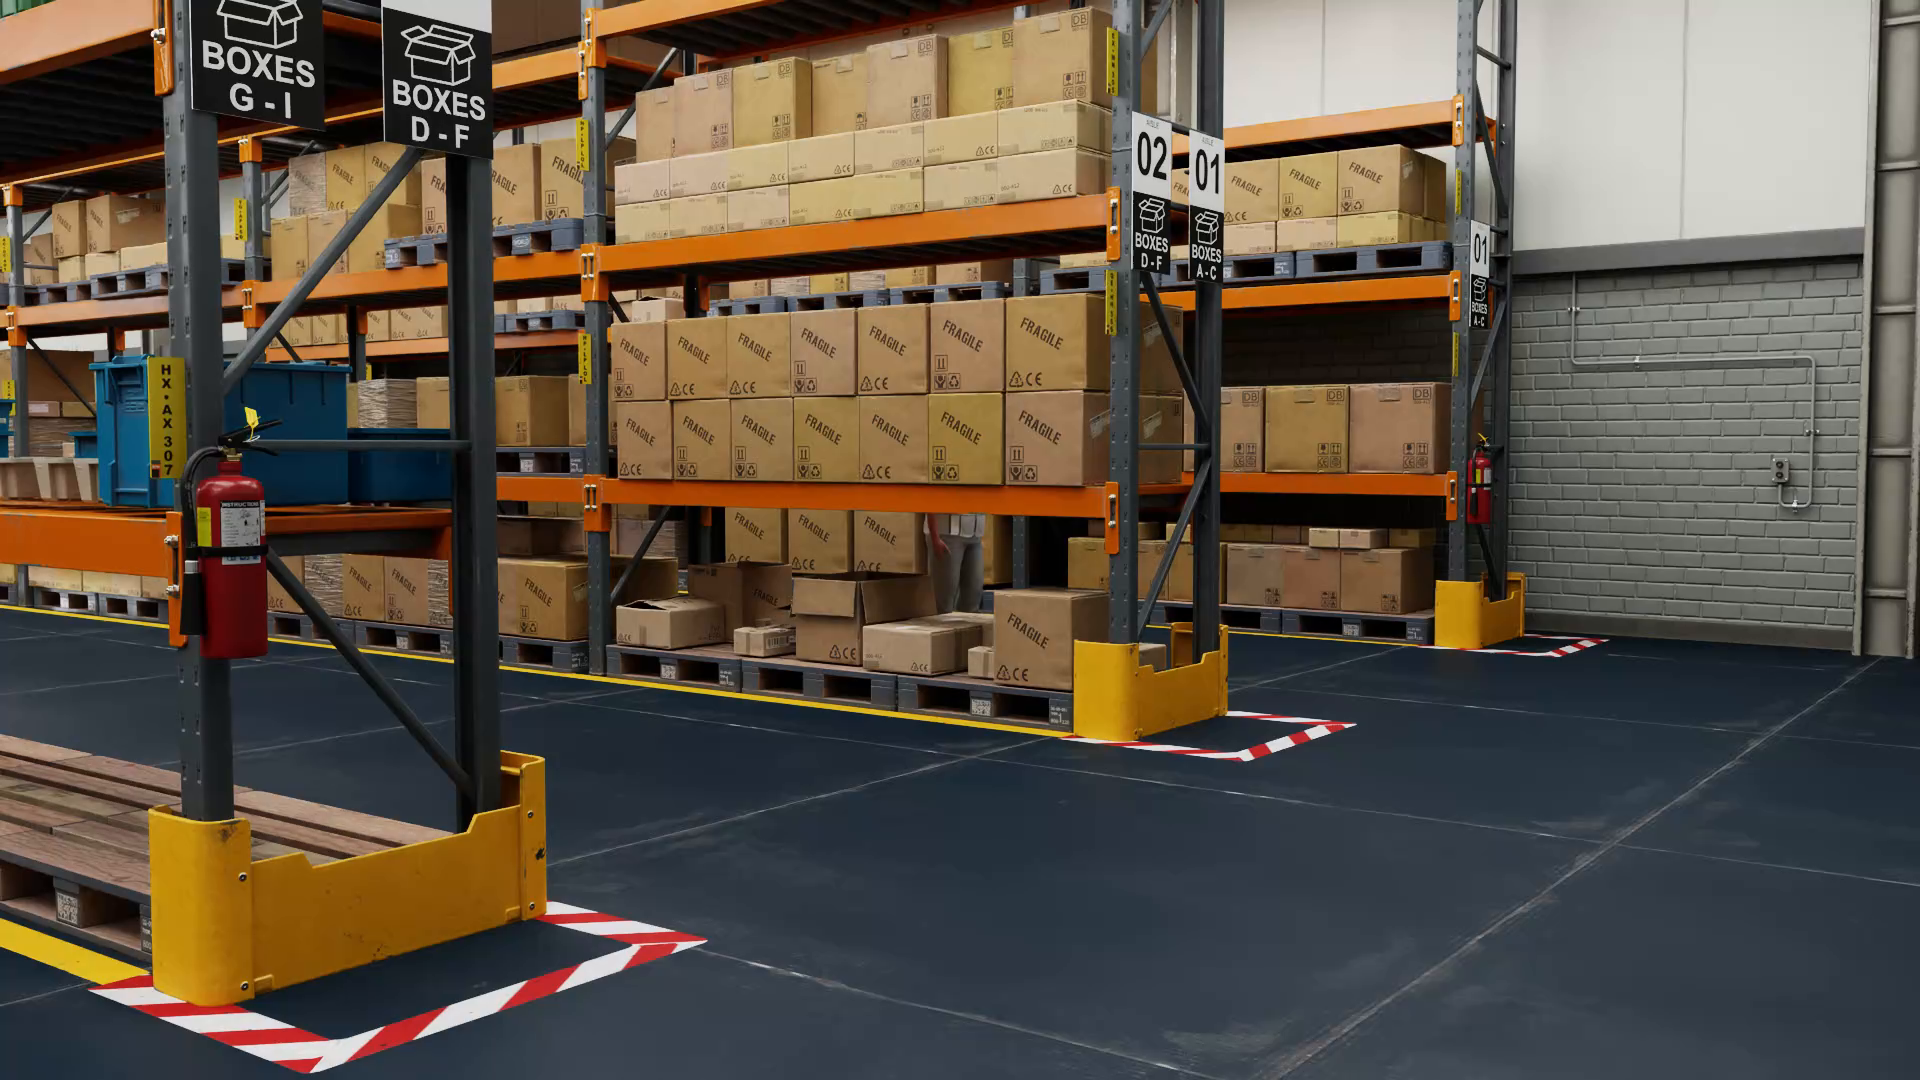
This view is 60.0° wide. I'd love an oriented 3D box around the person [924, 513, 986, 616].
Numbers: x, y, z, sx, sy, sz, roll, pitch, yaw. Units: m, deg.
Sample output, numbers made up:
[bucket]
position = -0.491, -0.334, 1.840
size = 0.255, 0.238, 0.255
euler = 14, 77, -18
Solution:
[person]
position = -0.022, -0.015, 11.692
size = 0.394, 1.778, 0.529
euler = 3, 4, 40
